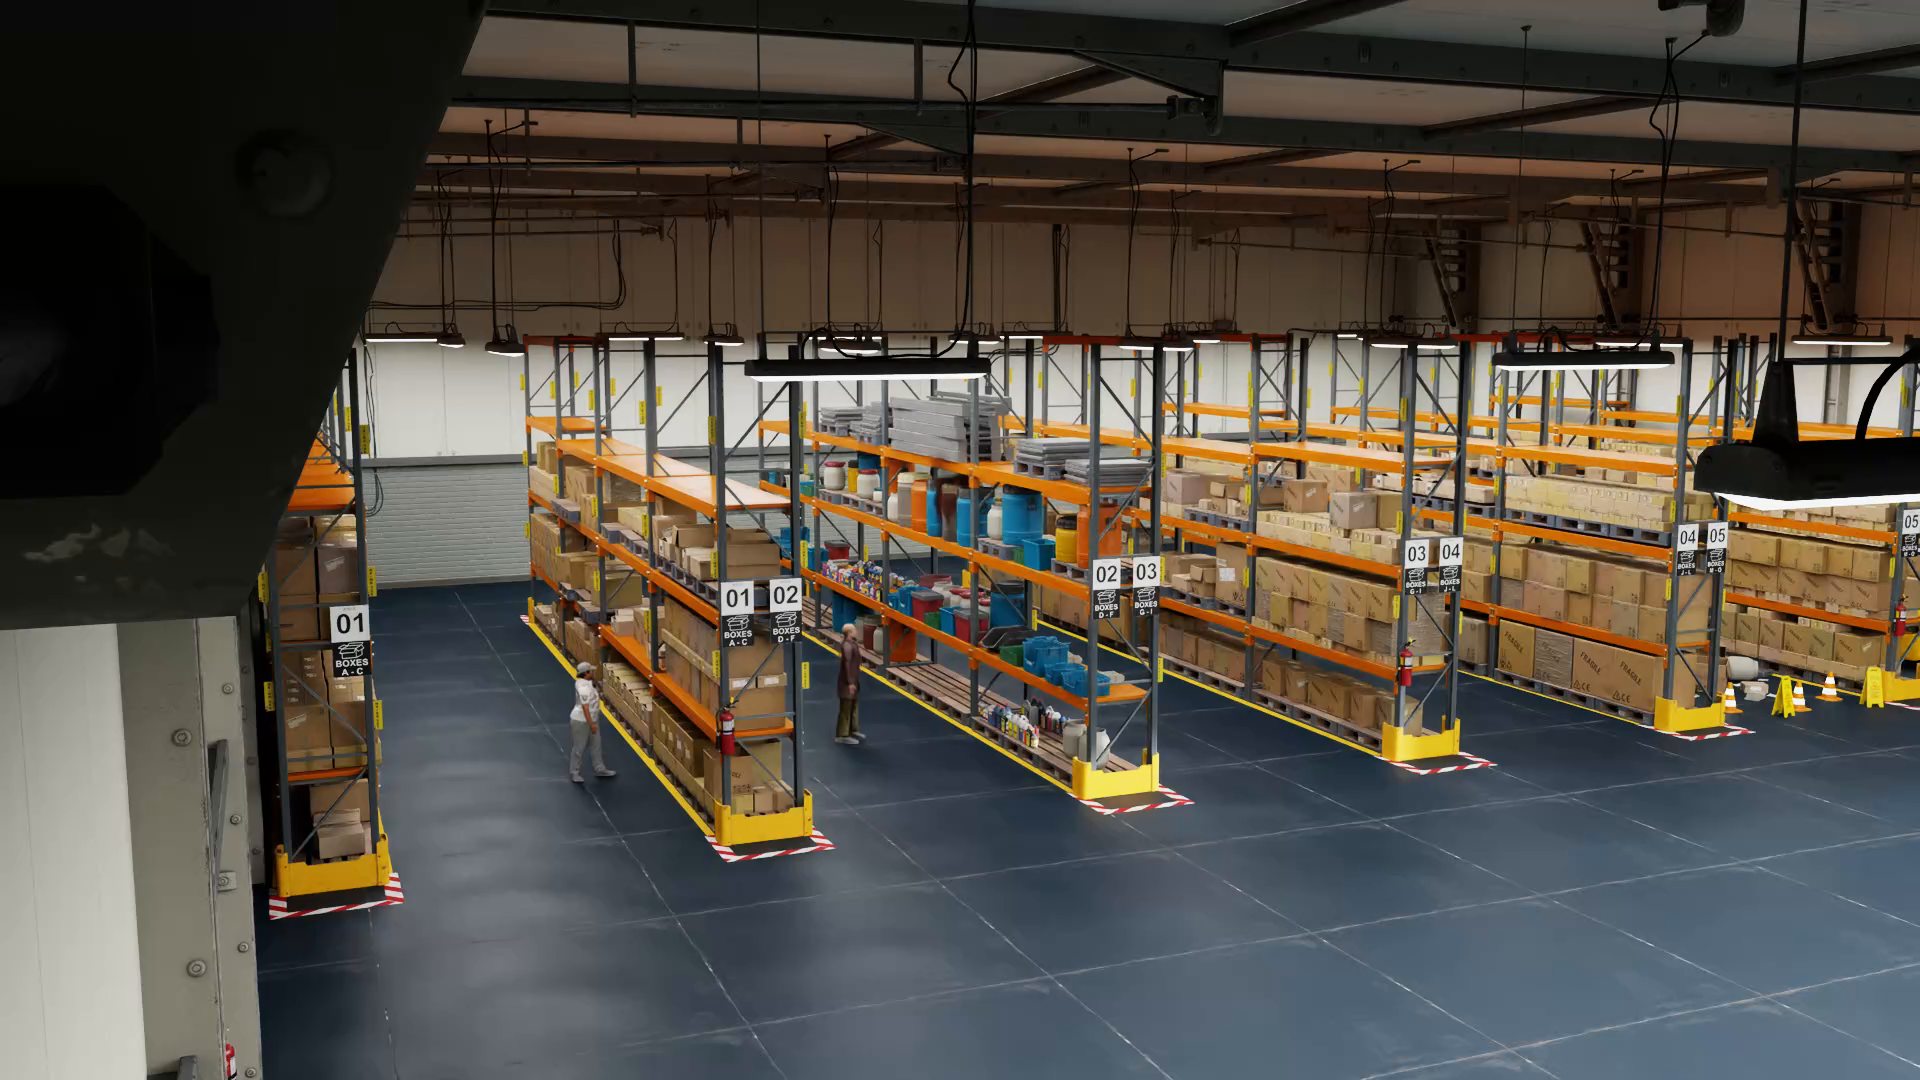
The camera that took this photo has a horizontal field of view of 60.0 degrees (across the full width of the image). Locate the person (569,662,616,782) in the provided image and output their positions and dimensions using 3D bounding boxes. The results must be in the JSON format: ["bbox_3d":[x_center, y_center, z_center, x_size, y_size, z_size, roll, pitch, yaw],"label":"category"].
[{"bbox_3d":[-5.102,2.486,22.874,0.596,1.650,0.527,1,8,5],"label":"person"}]

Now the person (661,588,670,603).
[{"bbox_3d":[-6.466,0.631,36.621,0.555,1.686,0.977,-3,8,-20],"label":"person"}]

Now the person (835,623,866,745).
[{"bbox_3d":[-1.640,2.126,24.891,0.450,1.794,0.672,0,8,2],"label":"person"}]
